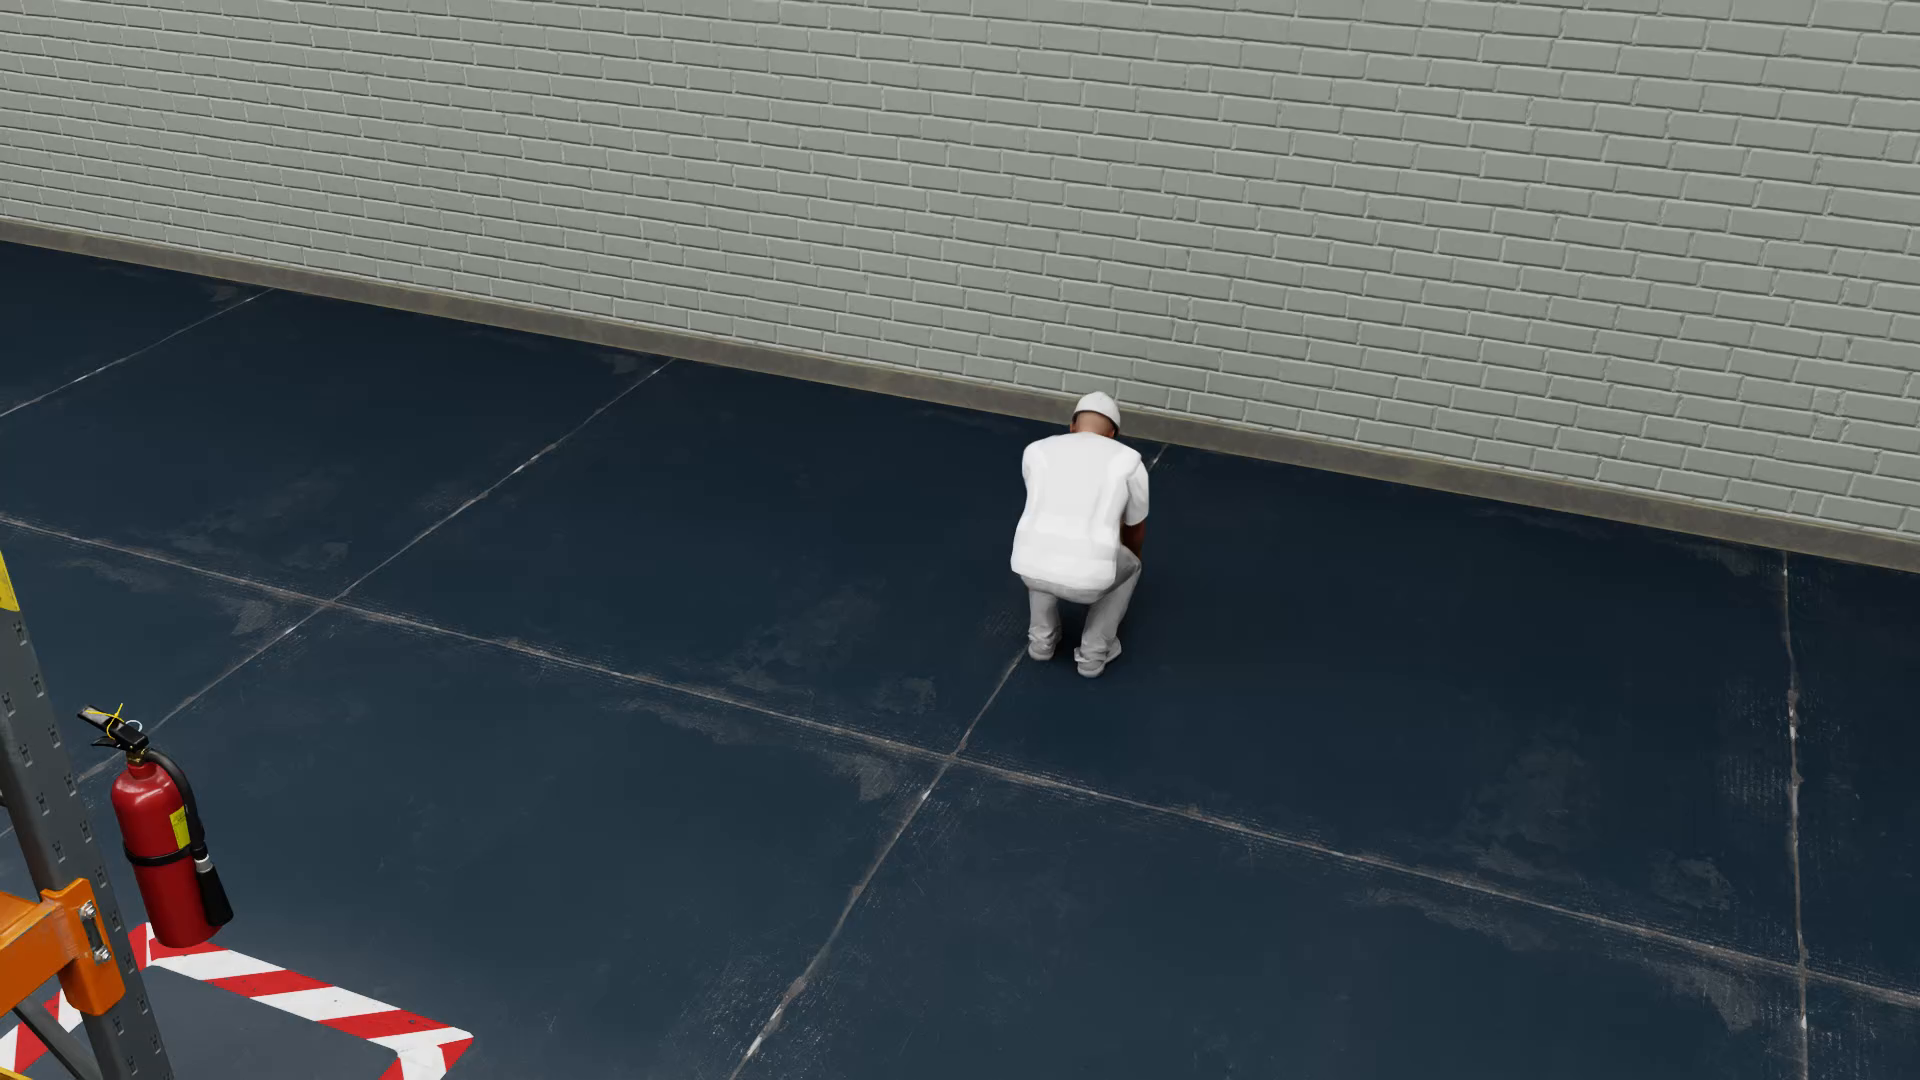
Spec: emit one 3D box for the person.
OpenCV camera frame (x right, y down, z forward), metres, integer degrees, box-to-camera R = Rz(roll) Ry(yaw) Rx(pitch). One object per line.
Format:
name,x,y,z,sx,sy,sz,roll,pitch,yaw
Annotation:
person,0.480,-0.019,6.912,0.537,1.012,0.902,11,31,18
